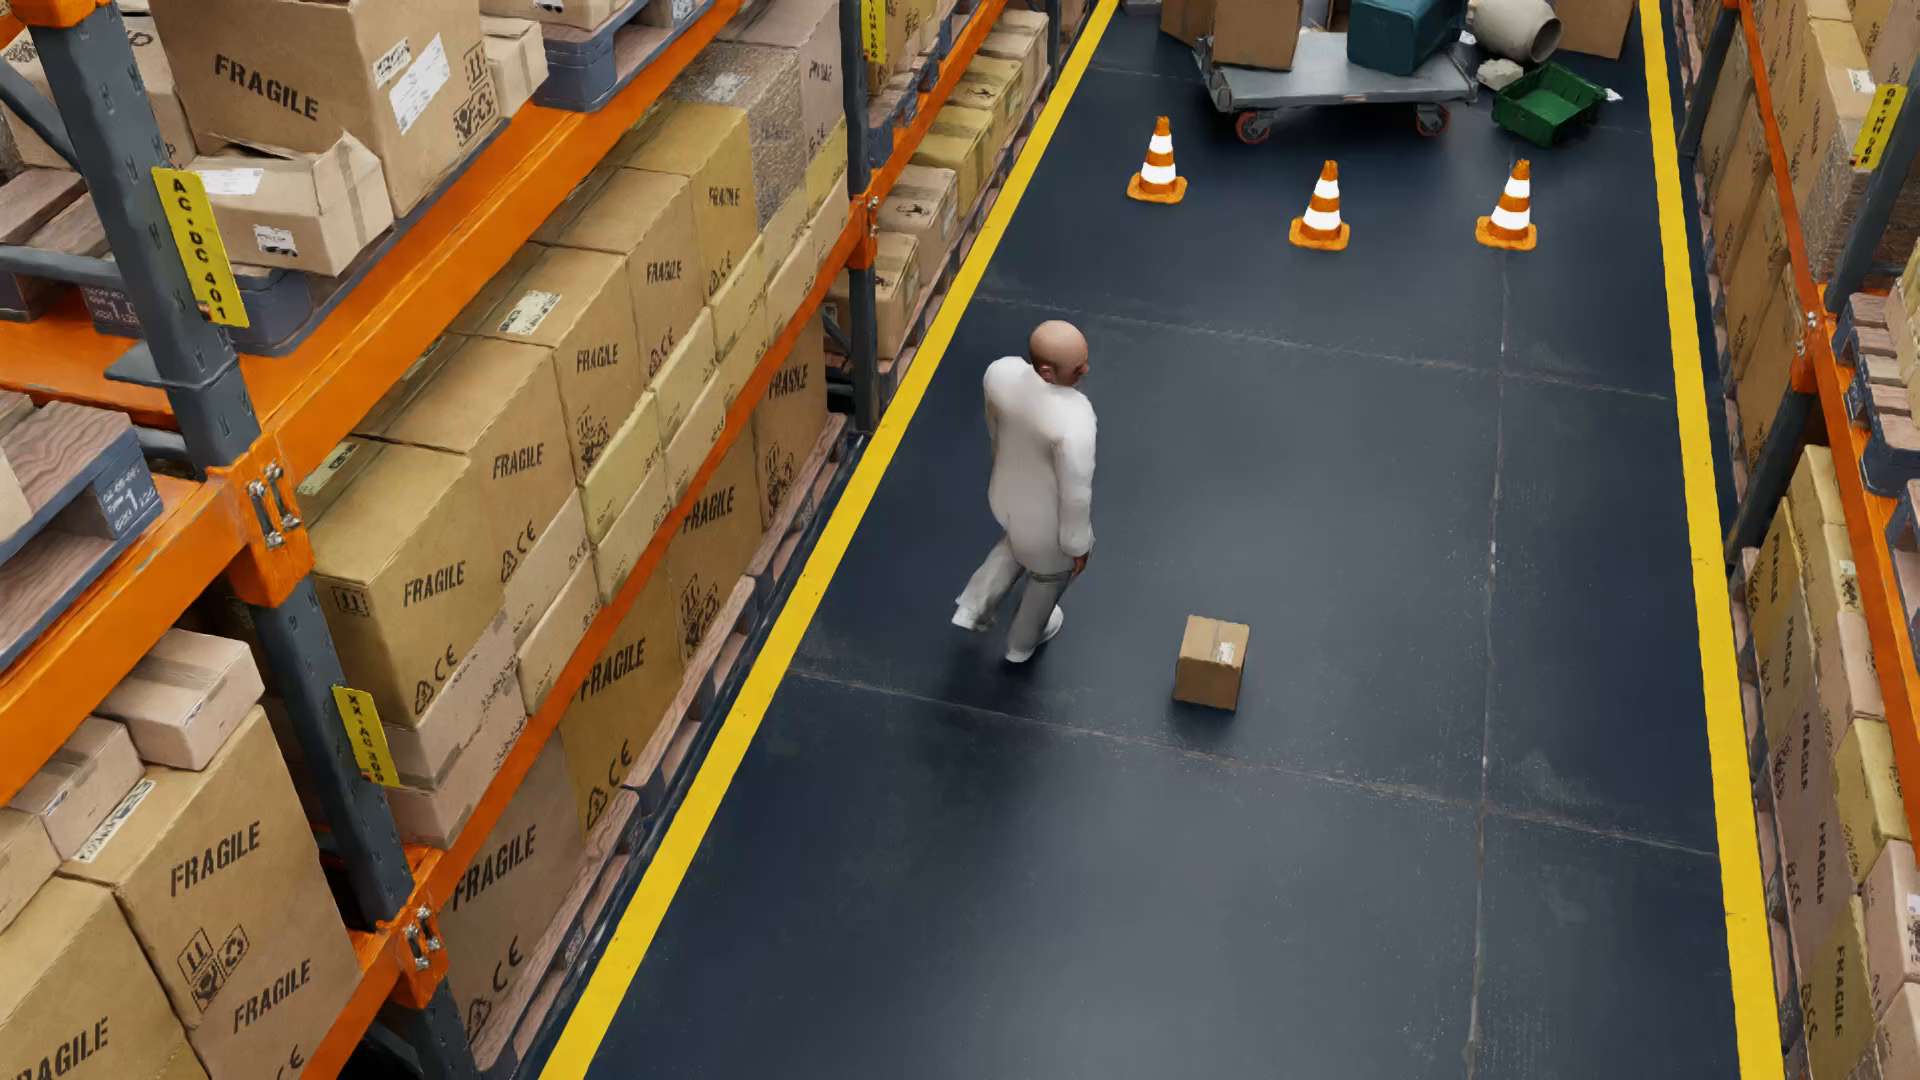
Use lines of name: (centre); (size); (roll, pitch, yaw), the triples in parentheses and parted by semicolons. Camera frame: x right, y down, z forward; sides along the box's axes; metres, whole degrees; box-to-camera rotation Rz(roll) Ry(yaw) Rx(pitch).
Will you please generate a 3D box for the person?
person: (0.311, -0.144, 6.344); (0.596, 1.755, 0.652); (-30, 49, -30)
